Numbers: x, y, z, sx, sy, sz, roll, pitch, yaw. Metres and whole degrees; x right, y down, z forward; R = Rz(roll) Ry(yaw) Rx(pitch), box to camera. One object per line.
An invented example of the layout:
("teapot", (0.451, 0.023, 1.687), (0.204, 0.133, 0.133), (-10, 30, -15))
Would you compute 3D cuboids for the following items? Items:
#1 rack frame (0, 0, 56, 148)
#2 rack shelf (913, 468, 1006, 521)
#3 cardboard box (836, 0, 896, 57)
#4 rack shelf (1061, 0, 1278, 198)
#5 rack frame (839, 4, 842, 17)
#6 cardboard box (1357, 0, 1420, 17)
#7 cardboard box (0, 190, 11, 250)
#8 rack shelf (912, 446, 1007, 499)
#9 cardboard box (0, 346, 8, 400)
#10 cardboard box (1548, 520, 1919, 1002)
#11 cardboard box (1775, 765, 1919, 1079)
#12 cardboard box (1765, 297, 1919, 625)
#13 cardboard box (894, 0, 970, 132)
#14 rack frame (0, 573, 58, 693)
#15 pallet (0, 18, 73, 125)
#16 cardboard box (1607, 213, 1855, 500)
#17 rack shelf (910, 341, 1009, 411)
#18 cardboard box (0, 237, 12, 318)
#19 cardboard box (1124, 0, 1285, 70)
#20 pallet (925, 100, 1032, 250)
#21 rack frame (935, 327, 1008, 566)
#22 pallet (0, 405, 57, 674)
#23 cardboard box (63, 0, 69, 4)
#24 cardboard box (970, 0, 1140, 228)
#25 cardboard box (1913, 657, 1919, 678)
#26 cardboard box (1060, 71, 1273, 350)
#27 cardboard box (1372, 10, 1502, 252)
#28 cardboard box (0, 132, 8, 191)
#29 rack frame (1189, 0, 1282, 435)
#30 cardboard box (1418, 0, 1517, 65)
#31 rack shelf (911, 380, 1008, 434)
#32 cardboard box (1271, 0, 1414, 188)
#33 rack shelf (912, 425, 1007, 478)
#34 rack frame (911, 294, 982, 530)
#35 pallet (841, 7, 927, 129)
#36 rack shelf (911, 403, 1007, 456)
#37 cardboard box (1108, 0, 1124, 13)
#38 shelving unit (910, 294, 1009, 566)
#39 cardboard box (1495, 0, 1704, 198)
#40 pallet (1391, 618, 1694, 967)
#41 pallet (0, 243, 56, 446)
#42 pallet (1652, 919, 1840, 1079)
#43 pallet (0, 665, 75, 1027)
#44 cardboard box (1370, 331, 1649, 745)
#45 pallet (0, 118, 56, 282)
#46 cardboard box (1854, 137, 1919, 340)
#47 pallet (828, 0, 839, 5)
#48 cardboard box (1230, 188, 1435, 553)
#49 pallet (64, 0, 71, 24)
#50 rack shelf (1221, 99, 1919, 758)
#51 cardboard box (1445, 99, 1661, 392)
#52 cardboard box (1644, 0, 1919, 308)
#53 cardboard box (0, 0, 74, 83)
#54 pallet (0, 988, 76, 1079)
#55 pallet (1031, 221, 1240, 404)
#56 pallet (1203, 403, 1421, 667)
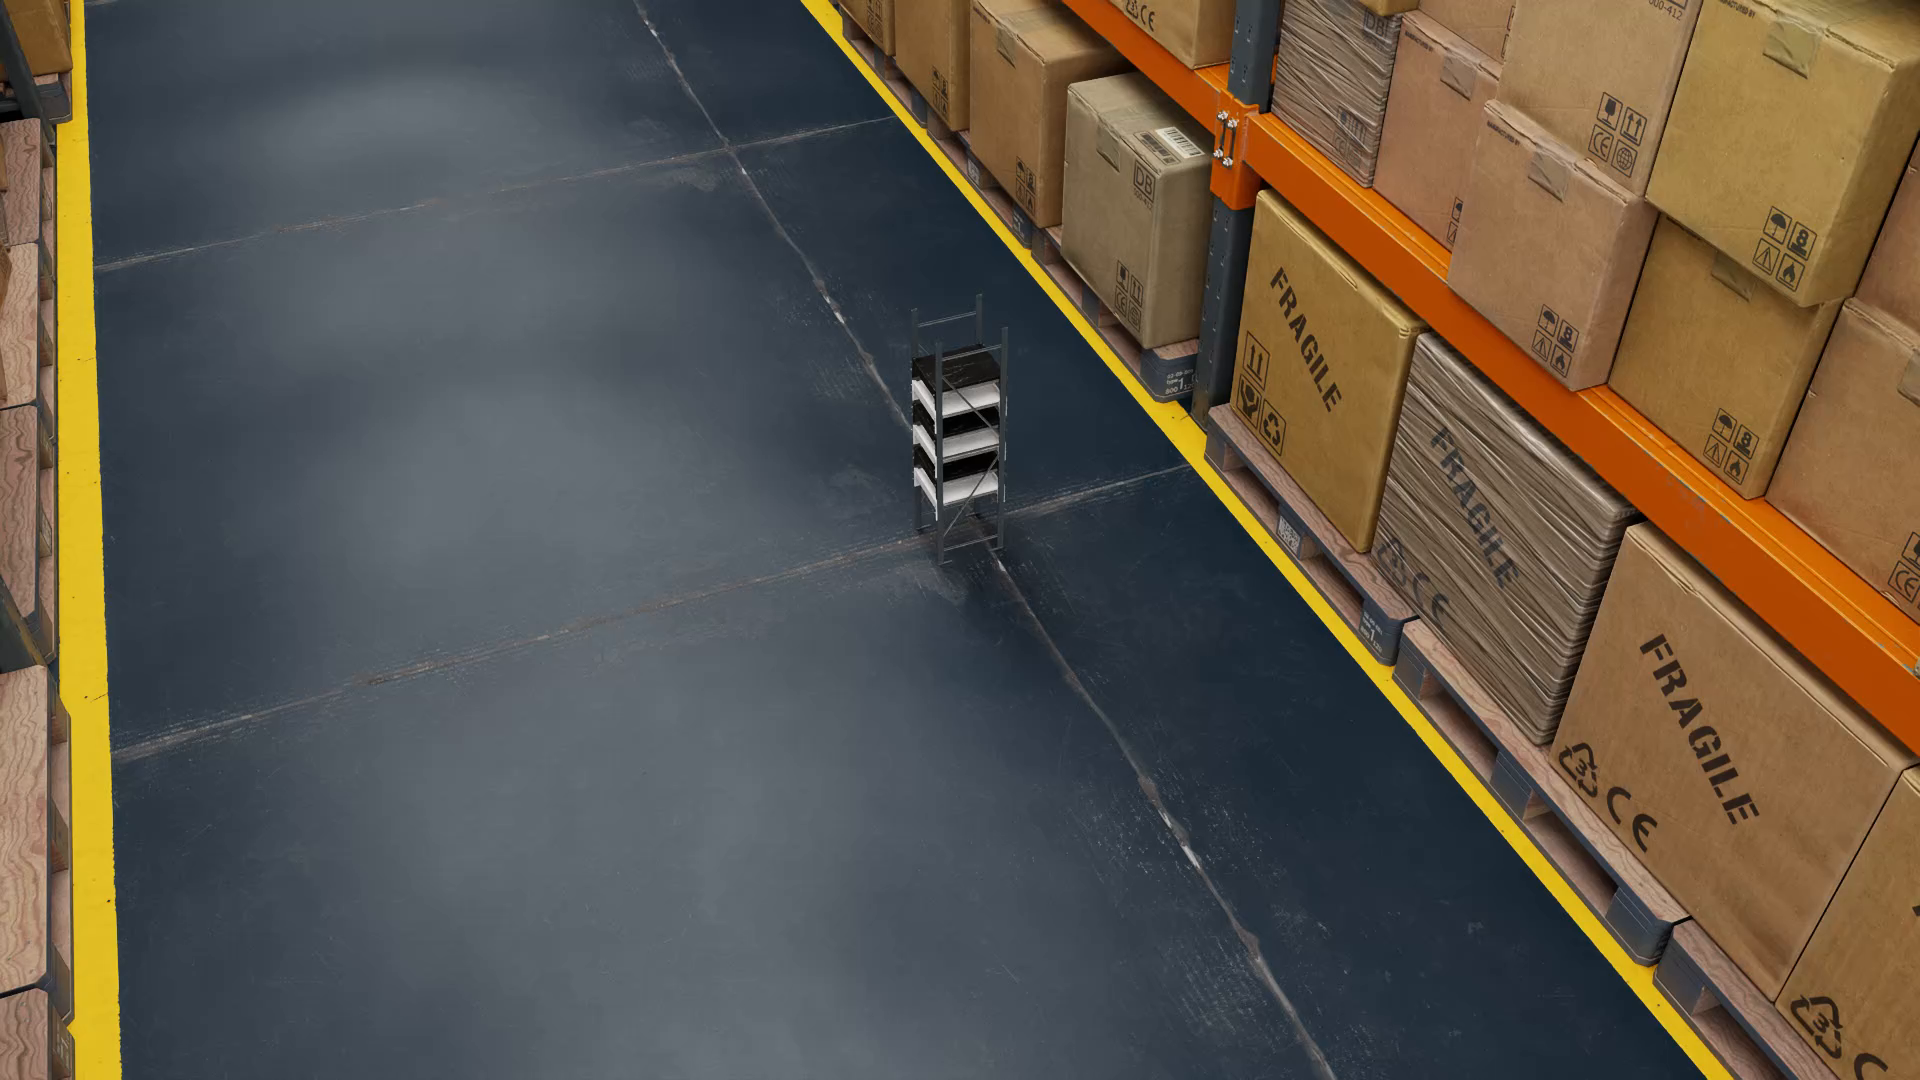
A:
("rack frame", (-4.797, -2.925, 6.851), (1.000, 3.000, 0.127), (-15, 43, -17))
("rack shelf", (-0.003, -0.184, 5.601), (0.258, 0.077, 0.200), (-15, 43, -17))
("cardboard box", (-0.026, -3.019, 8.363), (1.050, 0.750, 0.750), (-16, 43, -17))
("rack shelf", (0.589, -2.624, 7.053), (1.077, 0.370, 4.000), (-15, 43, -17))
("rack frame", (-0.176, -4.102, 8.219), (1.000, 3.000, 0.127), (-15, 43, -17))
("cardboard box", (1.464, -1.928, 4.748), (0.875, 0.550, 0.550), (-15, 43, -17))
("cardboard box", (-4.299, -1.415, 6.674), (0.700, 0.500, 0.500), (-19, 44, -20))
("rack shelf", (-0.003, -0.253, 5.543), (0.258, 0.077, 0.200), (-15, 43, -17))
("cardboard box", (-3.862, -0.739, 5.888), (0.700, 0.500, 0.500), (-19, 44, -20))
("cardboard box", (2.226, 0.442, 4.243), (0.875, 0.875, 0.875), (-16, 43, -18))
("cardboard box", (2.564, 0.972, 3.627), (0.875, 0.875, 0.875), (-15, 43, -17))
("cardboard box", (2.372, -0.246, 3.621), (0.875, 0.550, 0.550), (-15, 43, -17))
("cardboard box", (0.311, -2.493, 7.752), (1.050, 0.750, 0.750), (-14, 43, -16))
("rack frame", (-3.267, -0.516, 4.049), (1.000, 3.000, 0.127), (-15, 43, -17))
("pallet", (-5.030, -2.362, 8.335), (1.003, 0.211, 1.213), (-15, 43, -17))
("cardboard box", (2.131, -0.555, 3.980), (0.875, 0.550, 0.500), (-15, 43, -17))
("rack shelf", (-0.003, -0.526, 5.308), (0.258, 0.077, 0.200), (-15, 43, -17))
("cardboard box", (-4.075, -1.075, 6.279), (0.700, 0.500, 0.500), (-12, 42, -13))
("cardboard box", (0.908, -1.978, 5.673), (0.500, 0.500, 0.500), (-15, 43, -17))
("pallet", (0.519, -1.817, 7.701), (1.003, 0.211, 1.213), (-15, 43, -17))
("rack frame", (0.036, -0.285, 5.391), (0.240, 0.900, 0.006), (-15, 43, -17))
("pallet", (-3.566, 0.073, 5.503), (1.003, 0.211, 1.213), (-15, 43, -17))
("cardboard box", (-5.376, -3.239, 8.523), (1.225, 0.875, 0.875), (-15, 43, -17))
("cardboard box", (0.668, -1.932, 7.099), (1.050, 0.750, 0.750), (-15, 43, -17))
("cardboard box", (2.470, 0.122, 3.192), (0.875, 0.550, 0.550), (-15, 43, -17))
("cardboard box", (1.034, -1.350, 6.423), (1.050, 0.750, 0.750), (-15, 43, -17))
("cardboard box", (1.738, -1.204, 4.735), (0.875, 0.550, 0.550), (-15, 43, -17))
("cardboard box", (-4.523, -1.746, 7.059), (0.700, 0.500, 0.500), (-17, 44, -19))
("rack frame", (1.354, -1.692, 5.417), (1.000, 3.000, 0.127), (-15, 43, -17))
("cardboard box", (1.781, -1.625, 4.396), (0.875, 0.550, 0.550), (-15, 43, -17))
("rack shelf", (-0.003, -0.457, 5.367), (0.258, 0.077, 0.200), (-15, 43, -17))
("cardboard box", (1.506, -1.530, 5.113), (0.875, 0.550, 0.550), (-15, 43, -17))
("rack shelf", (-0.003, -0.321, 5.484), (0.258, 0.077, 0.200), (-15, 43, -17))
("rack frame", (-0.042, -0.407, 5.534), (0.240, 0.900, 0.006), (-15, 43, -17))
("pallet", (0.056, -2.551, 8.554), (1.003, 0.211, 1.213), (-15, 43, -17))
("rack shelf", (-0.003, -0.389, 5.425), (0.258, 0.077, 0.200), (-15, 43, -17))
("cardboard box", (0.714, -2.282, 6.027), (0.500, 0.500, 0.500), (-16, 43, -17))
("shelving unit", (-0.003, -0.346, 5.462), (0.258, 0.900, 0.210), (-15, 43, -17))
("cardboard box", (1.861, -1.266, 3.978), (0.875, 0.550, 0.550), (-15, 43, -17))
("pallet", (2.044, 0.579, 4.915), (1.003, 0.211, 1.213), (-15, 43, -17))
("pallet", (-4.037, -0.663, 6.359), (1.003, 0.211, 1.213), (-15, 43, -17))
("pallet", (2.506, 1.313, 4.062), (1.003, 0.211, 1.213), (-15, 43, -17))
("pallet", (-2.977, 0.937, 4.498), (1.003, 0.211, 1.213), (-15, 43, -17))
("cardboard box", (1.879, -0.107, 4.882), (0.875, 0.875, 0.875), (-15, 43, -17))
("pallet", (-4.500, -1.397, 7.213), (1.003, 0.211, 1.213), (-15, 43, -17))
("cardboard box", (2.394, -0.662, 3.276), (0.875, 0.550, 0.550), (-15, 43, -17))
("pallet", (-0.474, -3.516, 9.676), (1.003, 0.211, 1.213), (-15, 43, -17))
("cardboard box", (1.530, -0.650, 5.512), (0.875, 0.875, 0.875), (-14, 43, -16))
("pallet", (-5.492, -3.096, 9.188), (1.003, 0.211, 1.213), (-15, 43, -17))
("rack shelf", (2.119, -0.215, 4.251), (1.077, 0.370, 4.000), (-15, 43, -17))
("cardboard box", (1.836, -0.850, 4.322), (0.875, 0.550, 0.550), (-15, 43, -17))
("cardboard box", (2.071, -0.949, 3.609), (0.875, 0.550, 0.500), (-15, 43, -17))
("cardboard box", (-5.042, -2.700, 7.897), (1.225, 0.875, 0.875), (-17, 44, -19))
("pallet", (-2.507, 1.673, 3.642), (1.003, 0.211, 1.213), (-15, 43, -17))
("pallet", (0.989, -1.081, 6.845), (1.003, 0.211, 1.213), (-15, 43, -17))
("pallet", (1.573, -0.157, 5.771), (1.003, 0.211, 1.213), (-15, 43, -17))
